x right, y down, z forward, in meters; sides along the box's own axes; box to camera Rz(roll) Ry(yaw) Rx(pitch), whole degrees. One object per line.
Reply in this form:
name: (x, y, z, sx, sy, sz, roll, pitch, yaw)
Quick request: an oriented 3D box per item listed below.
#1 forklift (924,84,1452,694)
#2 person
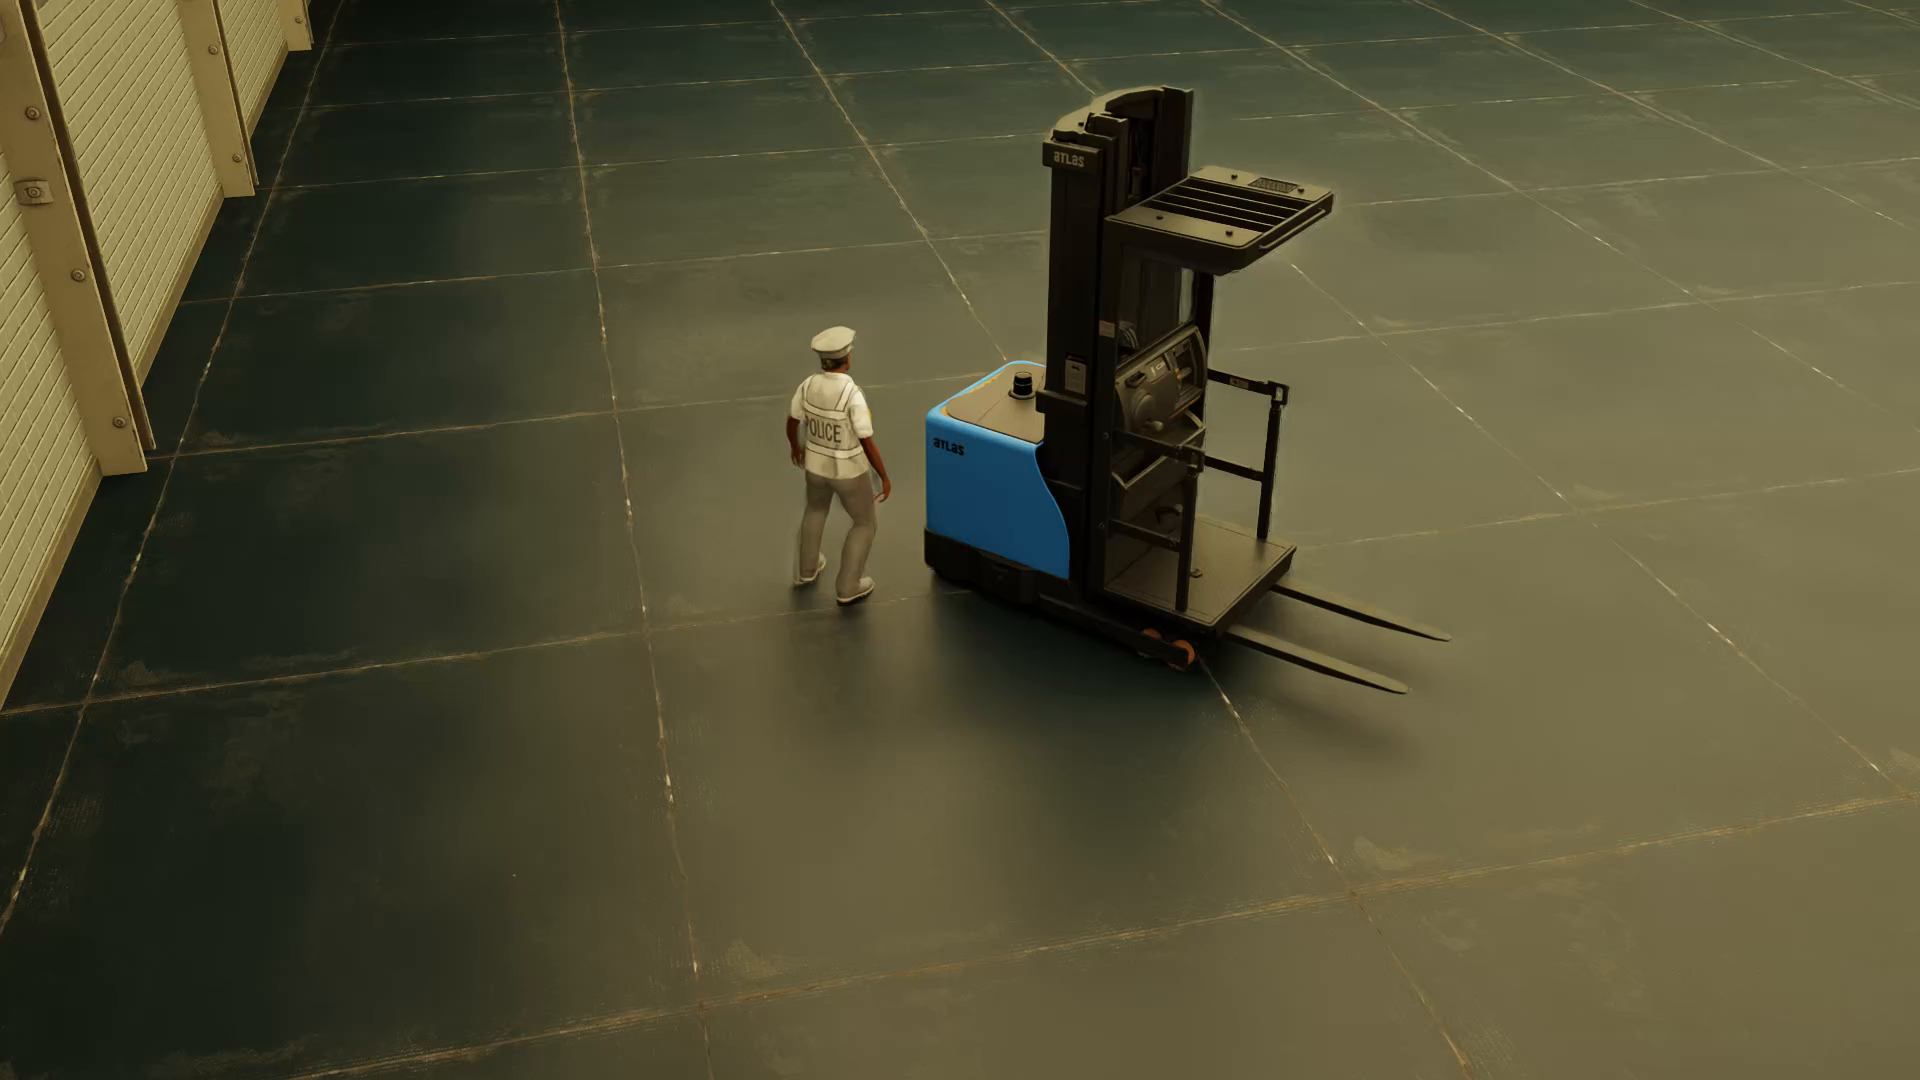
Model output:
forklift: (1.280, -0.849, 9.042, 3.031, 2.935, 1.130, 20, 35, 30)
person: (-0.704, -0.426, 9.613, 0.705, 1.632, 0.376, 17, 34, 27)
